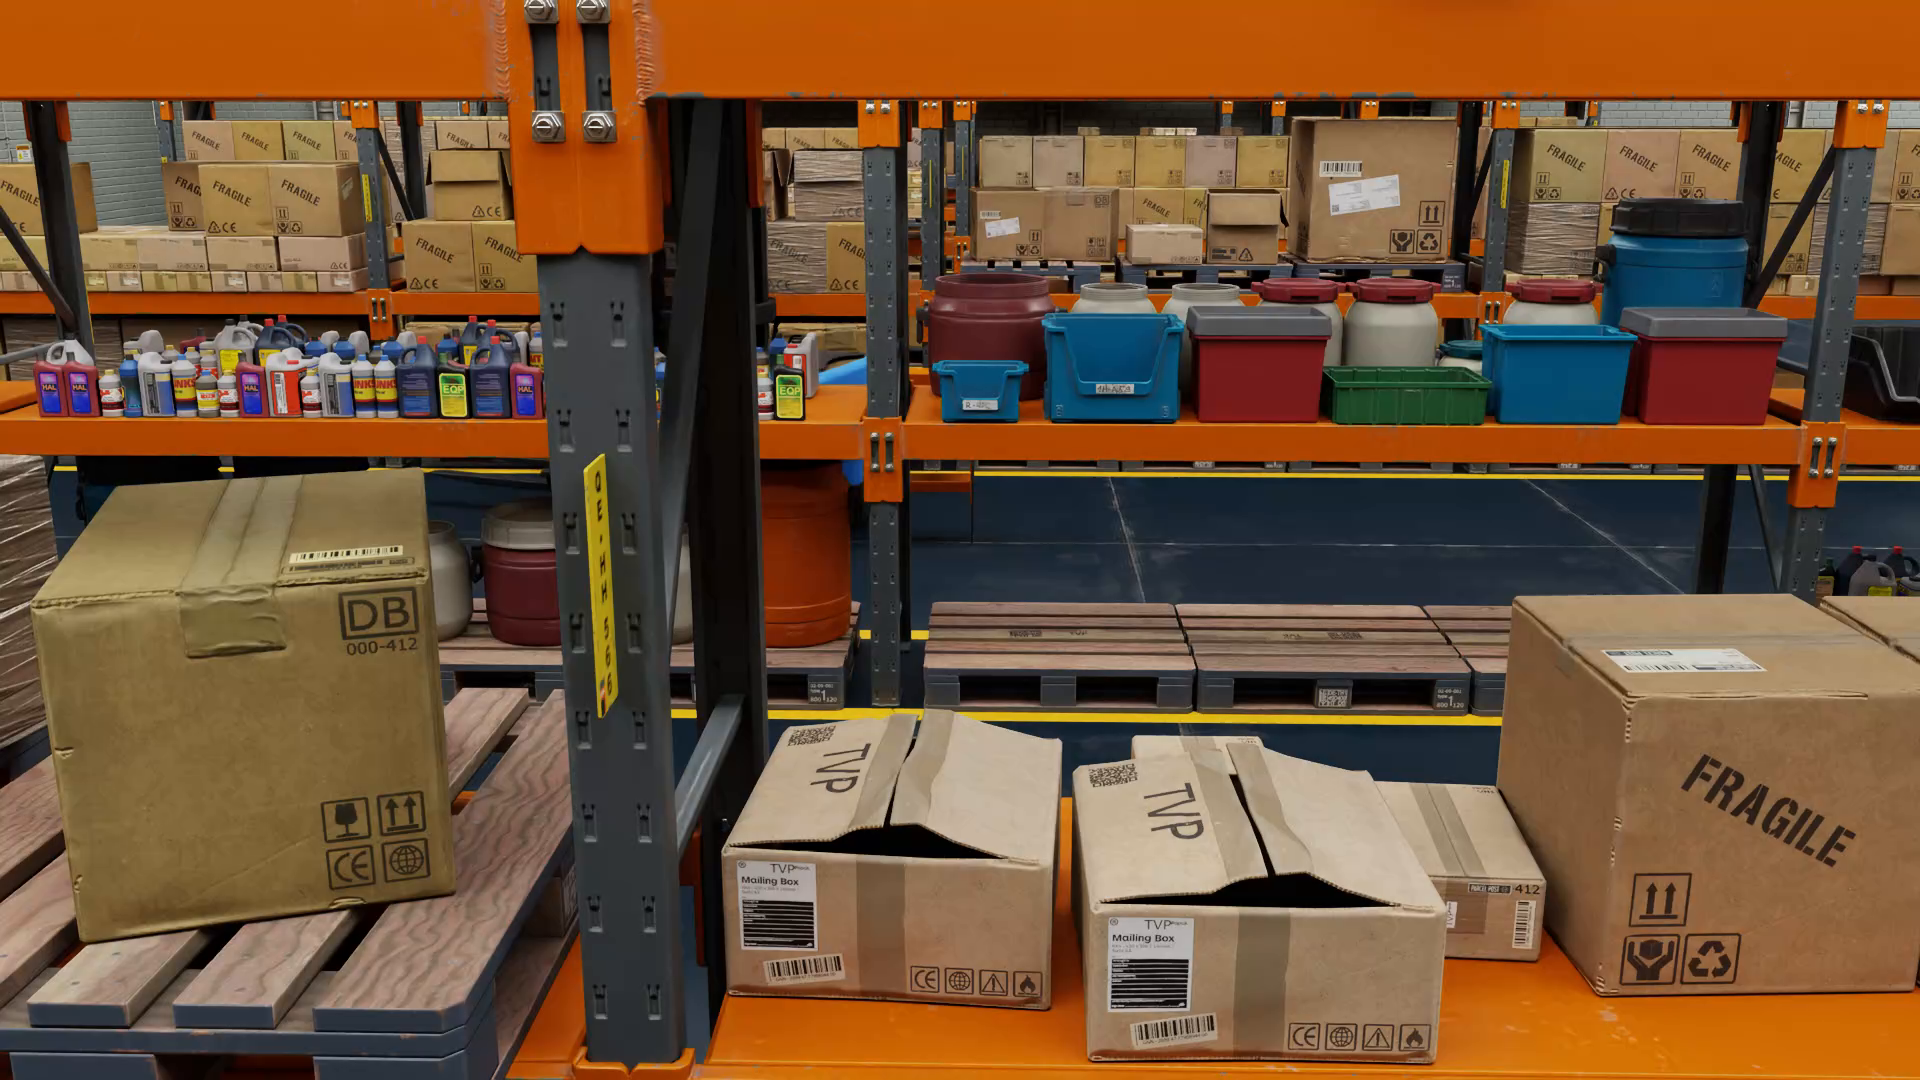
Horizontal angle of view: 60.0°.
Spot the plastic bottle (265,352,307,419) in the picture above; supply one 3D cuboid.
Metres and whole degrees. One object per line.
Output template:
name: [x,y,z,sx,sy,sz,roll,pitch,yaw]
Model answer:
plastic bottle: [-2.942,-0.681,7.286,0.135,0.276,0.152,0,15,1]

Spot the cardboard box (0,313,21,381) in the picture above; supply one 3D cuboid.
cardboard box: [-7.551,-1.329,12.838,0.875,0.875,0.875,0,15,1]

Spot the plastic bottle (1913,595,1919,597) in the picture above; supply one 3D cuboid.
plastic bottle: [4.310,0.387,7.455,0.133,0.283,0.061,0,15,1]

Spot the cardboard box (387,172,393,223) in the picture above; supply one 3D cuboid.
cardboard box: [-5.989,-3.515,17.002,0.500,0.500,0.500,0,15,0]

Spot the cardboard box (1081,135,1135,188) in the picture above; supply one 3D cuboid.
cardboard box: [1.499,-3.869,16.970,0.500,0.500,0.700,0,15,1]

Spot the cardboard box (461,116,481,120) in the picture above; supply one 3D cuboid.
cardboard box: [-6.296,-5.424,21.592,0.250,0.149,0.380,1,15,2]

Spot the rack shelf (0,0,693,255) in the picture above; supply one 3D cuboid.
rack shelf: [-2.452,-0.674,2.545,4.000,0.370,1.077,0,15,1]

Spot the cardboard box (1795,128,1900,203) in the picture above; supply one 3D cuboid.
cardboard box: [6.246,-2.654,11.782,0.500,0.500,0.500,0,15,1]

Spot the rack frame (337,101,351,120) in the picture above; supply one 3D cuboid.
rack frame: [-7.940,-4.664,22.138,0.127,3.000,1.000,0,15,1]

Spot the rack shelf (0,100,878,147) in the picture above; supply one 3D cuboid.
rack shelf: [-2.322,-1.937,7.332,4.000,0.370,1.077,0,15,1]

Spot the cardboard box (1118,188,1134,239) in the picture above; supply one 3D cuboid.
cardboard box: [1.486,-3.319,16.846,0.500,0.500,0.500,0,15,1]

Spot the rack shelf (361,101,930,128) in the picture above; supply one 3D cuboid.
rack shelf: [-2.195,-3.200,12.120,4.000,0.370,1.077,0,15,1]

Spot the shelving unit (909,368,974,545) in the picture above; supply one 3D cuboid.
shelving unit: [-0.165,-0.581,10.191,0.503,1.200,0.258,0,15,1]

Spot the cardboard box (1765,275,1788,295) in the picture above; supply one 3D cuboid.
cardboard box: [5.761,-1.863,12.012,0.250,0.149,0.380,0,15,1]

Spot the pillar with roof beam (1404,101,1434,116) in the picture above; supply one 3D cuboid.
pillar with roof beam: [7.395,-7.863,22.503,0.400,9.000,9.100,0,15,1]

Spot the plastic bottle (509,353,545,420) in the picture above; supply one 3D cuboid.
plastic bottle: [-1.880,-0.666,7.215,0.133,0.283,0.061,0,15,1]

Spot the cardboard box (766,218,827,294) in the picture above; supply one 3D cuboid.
cardboard box: [-1.194,-2.078,12.139,0.500,0.500,0.500,0,15,1]

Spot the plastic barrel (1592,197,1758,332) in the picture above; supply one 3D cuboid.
plastic barrel: [3.298,-1.118,7.713,0.708,0.901,0.600,0,15,1]

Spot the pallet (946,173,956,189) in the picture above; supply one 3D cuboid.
pallet: [-0.499,-5.771,26.712,1.003,0.211,1.213,0,15,1]

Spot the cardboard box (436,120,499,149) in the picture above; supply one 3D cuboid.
cardboard box: [-4.960,-3.987,16.831,0.500,0.500,0.500,0,15,0]

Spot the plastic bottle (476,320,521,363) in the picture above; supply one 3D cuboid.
plastic bottle: [-2.162,-0.854,7.795,0.185,0.351,0.144,0,15,1]

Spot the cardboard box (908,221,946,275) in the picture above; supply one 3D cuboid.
cardboard box: [-0.631,-3.813,22.255,0.875,0.875,0.875,0,15,1]

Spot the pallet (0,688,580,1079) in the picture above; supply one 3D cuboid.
pallet: [-1.132,0.548,2.759,1.003,0.211,1.213,0,15,1]

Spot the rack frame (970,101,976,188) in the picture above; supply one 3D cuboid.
rack frame: [0.180,-5.878,26.738,0.127,3.000,1.000,0,15,1]

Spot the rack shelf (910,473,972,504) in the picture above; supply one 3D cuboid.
rack shelf: [-0.165,-0.324,10.259,0.480,0.148,0.258,0,15,1]

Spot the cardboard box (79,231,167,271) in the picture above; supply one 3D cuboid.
cardboard box: [-6.176,-2.128,12.237,0.500,0.250,0.500,0,15,0]

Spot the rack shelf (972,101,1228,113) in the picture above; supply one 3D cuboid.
rack shelf: [2.180,-6.967,26.398,4.000,0.370,1.077,0,15,1]

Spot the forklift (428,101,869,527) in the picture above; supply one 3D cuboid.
forklift: [-2.046,-1.597,10.647,3.031,2.935,1.130,6,16,20]

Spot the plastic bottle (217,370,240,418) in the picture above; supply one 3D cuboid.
plastic bottle: [-3.192,-0.640,7.275,0.097,0.201,0.097,0,15,0]

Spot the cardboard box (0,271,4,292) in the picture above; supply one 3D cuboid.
cardboard box: [-7.073,-1.925,12.247,0.250,0.149,0.380,0,15,1]

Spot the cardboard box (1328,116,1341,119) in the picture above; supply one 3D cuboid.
cardboard box: [5.000,-5.194,21.409,0.500,0.500,0.700,0,15,2]

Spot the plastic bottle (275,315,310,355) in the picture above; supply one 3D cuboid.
plastic bottle: [-3.209,-0.900,7.968,0.185,0.351,0.144,0,15,1]

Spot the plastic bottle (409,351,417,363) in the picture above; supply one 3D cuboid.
plastic bottle: [-2.397,-0.705,7.386,0.097,0.271,0.097,0,15,0]

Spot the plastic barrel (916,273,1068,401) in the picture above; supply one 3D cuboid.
plastic barrel: [0.149,-0.962,7.838,0.708,0.536,0.600,0,15,1]

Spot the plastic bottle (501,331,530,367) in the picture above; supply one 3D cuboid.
plastic bottle: [-2.133,-0.856,7.947,0.135,0.276,0.152,0,15,1]

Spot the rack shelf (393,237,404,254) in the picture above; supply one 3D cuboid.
rack shelf: [-5.966,-3.040,17.393,4.000,0.370,1.077,0,15,1]

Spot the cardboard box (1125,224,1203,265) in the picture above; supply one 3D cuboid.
cardboard box: [1.474,-2.146,12.063,0.500,0.250,0.500,0,15,0]

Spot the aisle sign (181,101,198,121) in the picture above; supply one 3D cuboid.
aisle sign: [-8.031,-4.735,17.311,0.004,0.787,0.394,0,15,1]

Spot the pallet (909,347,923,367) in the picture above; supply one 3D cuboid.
pallet: [-0.749,-2.006,17.530,1.213,0.211,1.003,0,15,1]

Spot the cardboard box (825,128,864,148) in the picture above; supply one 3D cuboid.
cardboard box: [-1.476,-5.087,21.583,0.500,0.500,0.500,0,15,1]

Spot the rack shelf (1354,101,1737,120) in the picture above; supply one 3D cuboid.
rack shelf: [6.030,-4.412,16.714,4.000,0.370,1.077,0,15,1]

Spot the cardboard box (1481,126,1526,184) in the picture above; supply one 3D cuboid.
cardboard box: [5.488,-3.894,16.808,0.550,0.550,0.875,0,15,1]

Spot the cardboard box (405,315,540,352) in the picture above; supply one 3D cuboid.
cardboard box: [-3.554,-1.287,12.681,0.875,0.875,1.225,0,15,2]

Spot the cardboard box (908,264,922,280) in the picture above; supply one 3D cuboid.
cardboard box: [-0.651,-2.772,17.574,0.500,0.250,0.500,0,15,-1]

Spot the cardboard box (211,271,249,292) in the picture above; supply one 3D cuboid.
cardboard box: [-5.279,-1.913,12.202,0.250,0.149,0.380,1,15,2]

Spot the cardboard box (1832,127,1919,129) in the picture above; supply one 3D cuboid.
cardboard box: [6.759,-2.786,12.282,0.500,0.500,0.500,0,15,1]

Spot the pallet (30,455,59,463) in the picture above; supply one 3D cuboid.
pallet: [-7.392,-0.803,12.971,1.213,0.211,1.003,0,15,1]

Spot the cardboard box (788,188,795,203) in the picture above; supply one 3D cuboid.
cardboard box: [-1.763,-3.469,16.696,0.250,0.149,0.380,1,15,3]

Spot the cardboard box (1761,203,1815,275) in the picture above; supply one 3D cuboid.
cardboard box: [5.751,-2.228,12.127,0.500,0.500,0.875,0,15,1]

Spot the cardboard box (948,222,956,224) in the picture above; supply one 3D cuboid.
cardboard box: [-0.234,-4.946,27.285,0.500,0.500,0.500,1,15,3]

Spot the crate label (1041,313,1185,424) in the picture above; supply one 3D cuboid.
crate label: [0.664,-0.763,7.283,0.616,0.435,0.502,0,15,1]

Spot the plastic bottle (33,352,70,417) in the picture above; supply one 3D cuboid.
plastic bottle: [-3.965,-0.680,7.266,0.133,0.283,0.061,0,15,1]
